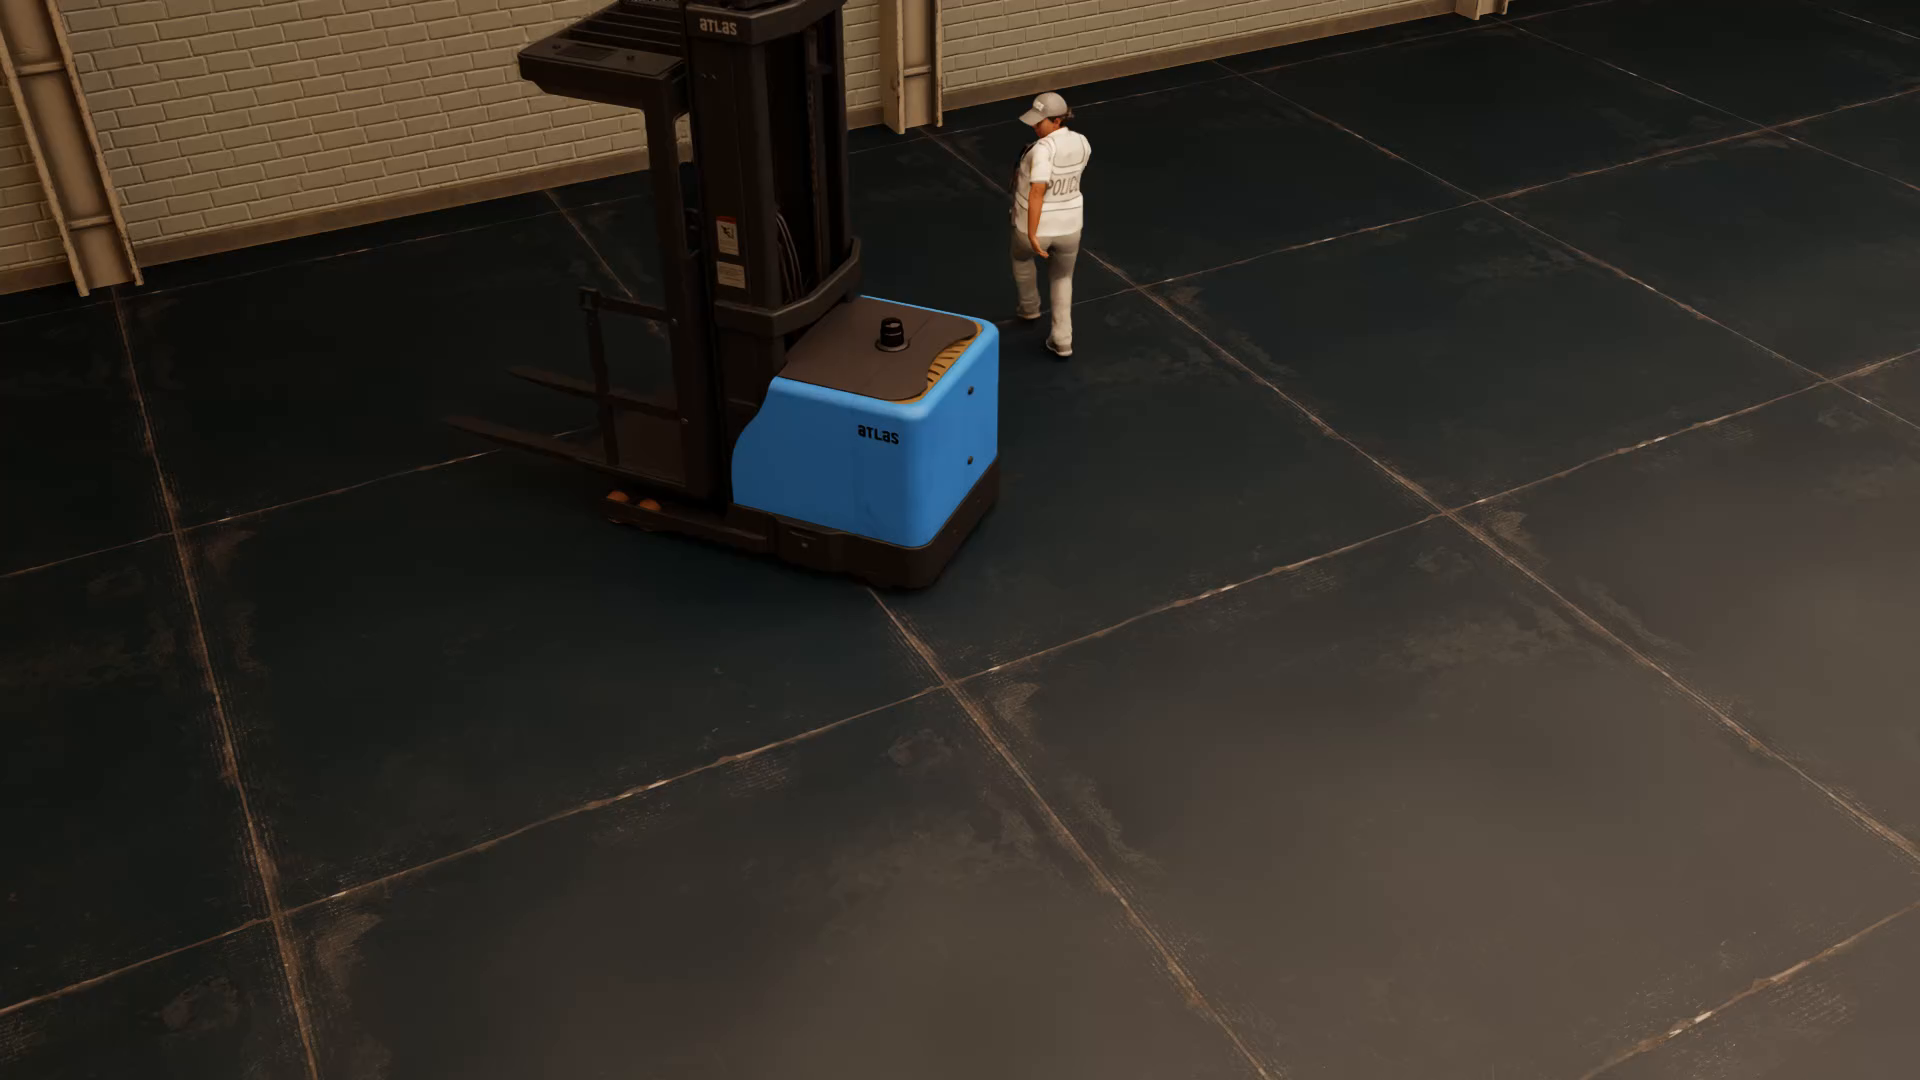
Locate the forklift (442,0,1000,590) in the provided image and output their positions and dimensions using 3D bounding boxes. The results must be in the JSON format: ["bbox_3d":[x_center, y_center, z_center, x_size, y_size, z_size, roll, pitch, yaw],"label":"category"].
[{"bbox_3d":[-1.354,-1.505,8.252,3.031,2.935,1.130,14,38,19],"label":"forklift"}]

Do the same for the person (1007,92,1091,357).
[{"bbox_3d":[0.532,-1.916,10.029,0.514,1.621,0.891,-10,36,-13],"label":"person"}]
